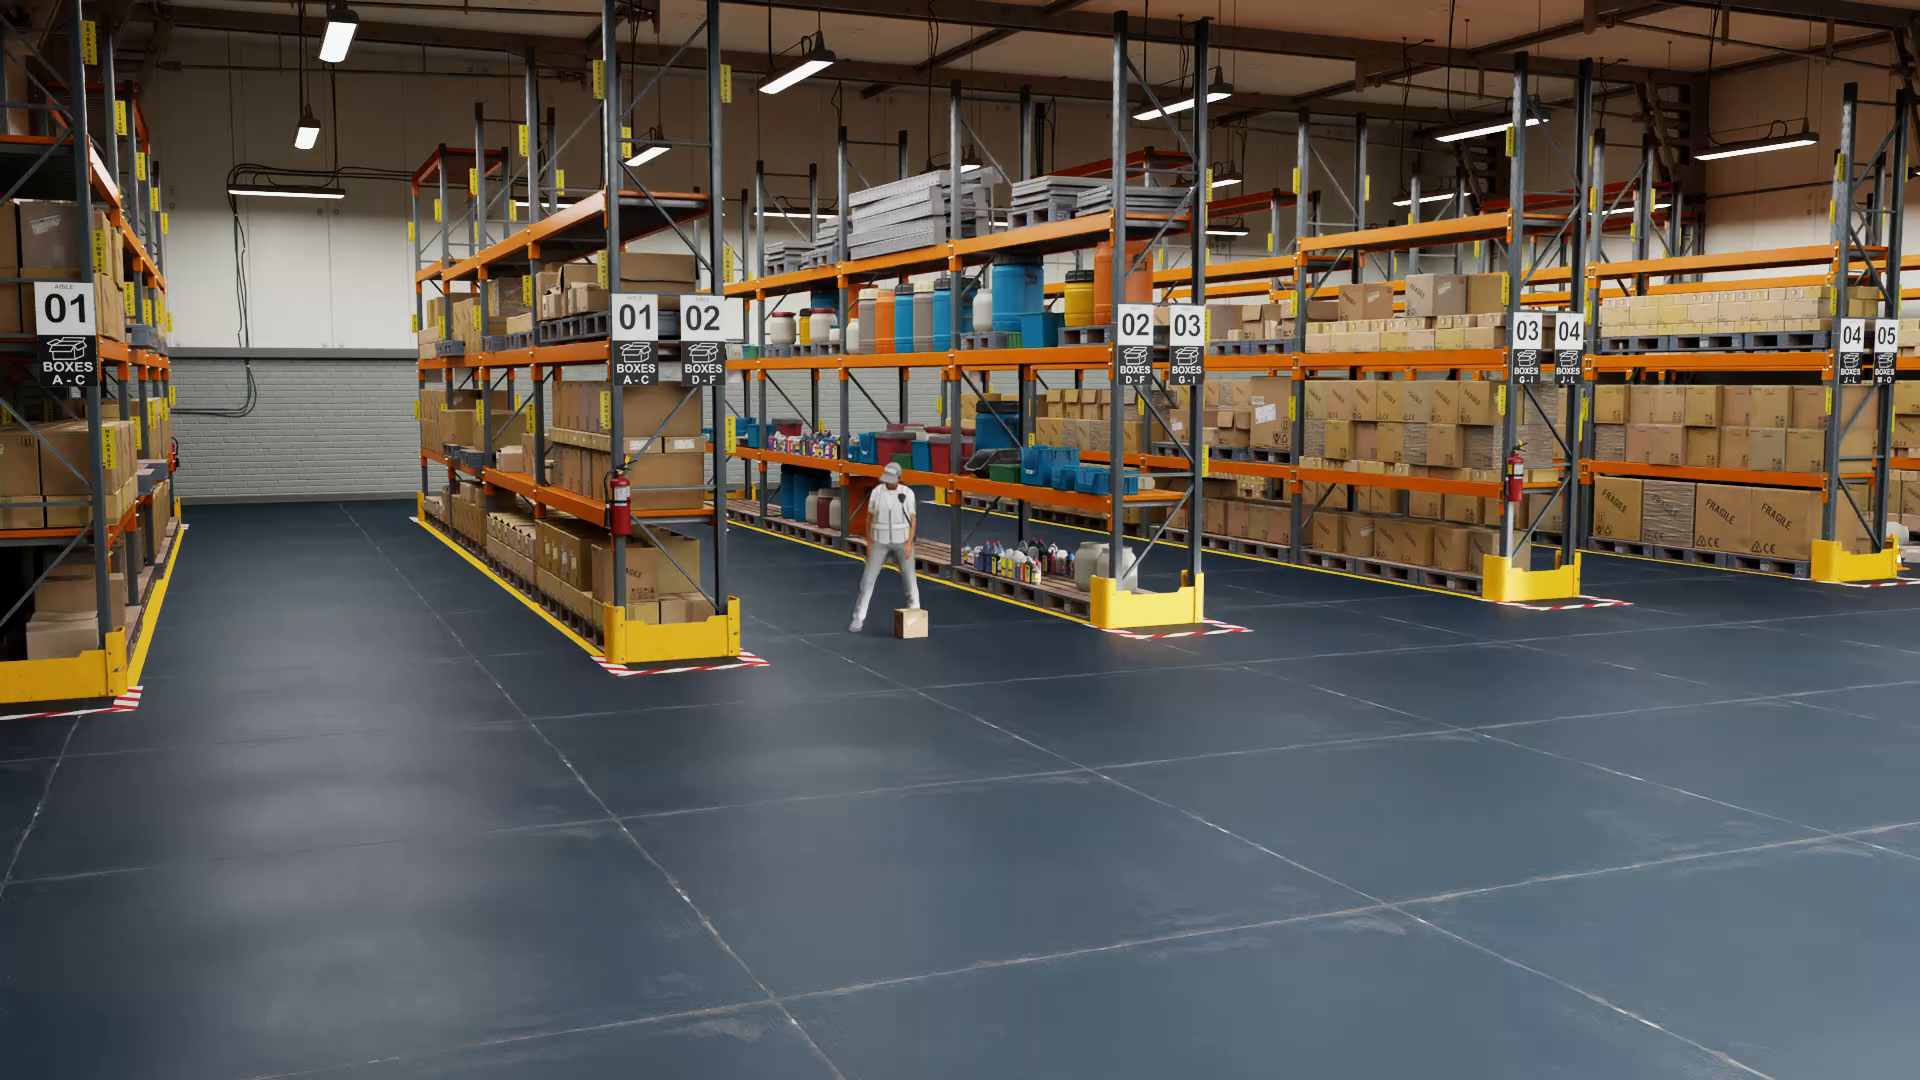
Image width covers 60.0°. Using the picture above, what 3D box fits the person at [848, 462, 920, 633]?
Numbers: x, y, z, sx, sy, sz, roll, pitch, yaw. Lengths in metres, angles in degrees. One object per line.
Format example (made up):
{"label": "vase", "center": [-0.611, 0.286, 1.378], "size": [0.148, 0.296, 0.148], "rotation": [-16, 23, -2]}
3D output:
{"label": "person", "center": [-0.743, 0.062, 16.369], "size": [0.702, 1.653, 0.499], "rotation": [0, 5, 0]}
